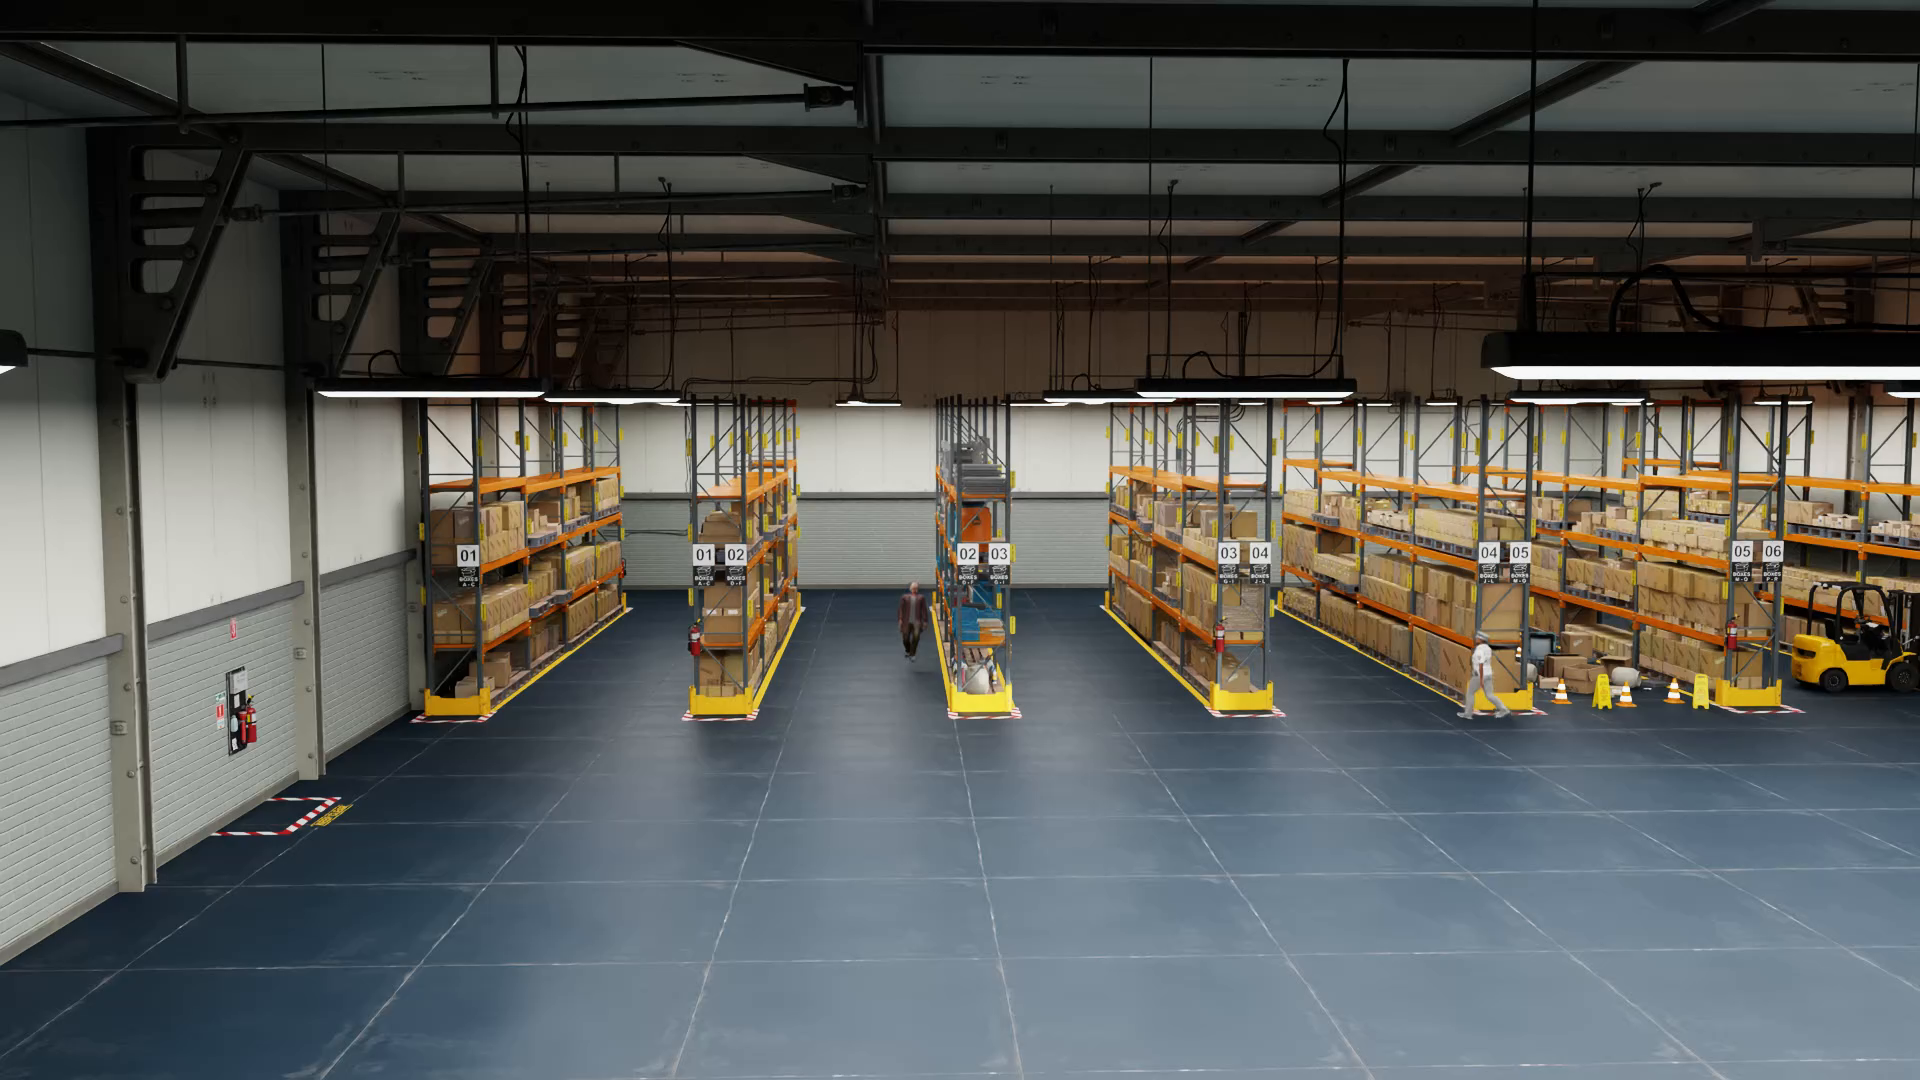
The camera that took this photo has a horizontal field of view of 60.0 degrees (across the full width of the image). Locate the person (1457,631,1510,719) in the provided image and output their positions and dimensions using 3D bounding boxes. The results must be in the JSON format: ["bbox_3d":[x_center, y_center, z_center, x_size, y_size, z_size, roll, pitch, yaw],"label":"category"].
[{"bbox_3d":[9.618,2.490,30.511,0.438,1.646,0.963,-4,6,-44],"label":"person"}]

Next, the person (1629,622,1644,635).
[{"bbox_3d":[16.911,1.611,41.549,0.628,1.679,0.858,0,5,-6],"label":"person"}]

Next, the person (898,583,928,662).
[{"bbox_3d":[-1.030,1.774,36.420,0.675,1.684,0.792,0,4,-1],"label":"person"}]

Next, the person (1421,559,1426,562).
[{"bbox_3d":[12.199,1.398,43.752,0.586,1.783,0.535,0,4,0],"label":"person"}]

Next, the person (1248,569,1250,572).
[{"bbox_3d":[9.033,0.912,50.629,0.541,1.622,1.055,1,5,16],"label":"person"}]
